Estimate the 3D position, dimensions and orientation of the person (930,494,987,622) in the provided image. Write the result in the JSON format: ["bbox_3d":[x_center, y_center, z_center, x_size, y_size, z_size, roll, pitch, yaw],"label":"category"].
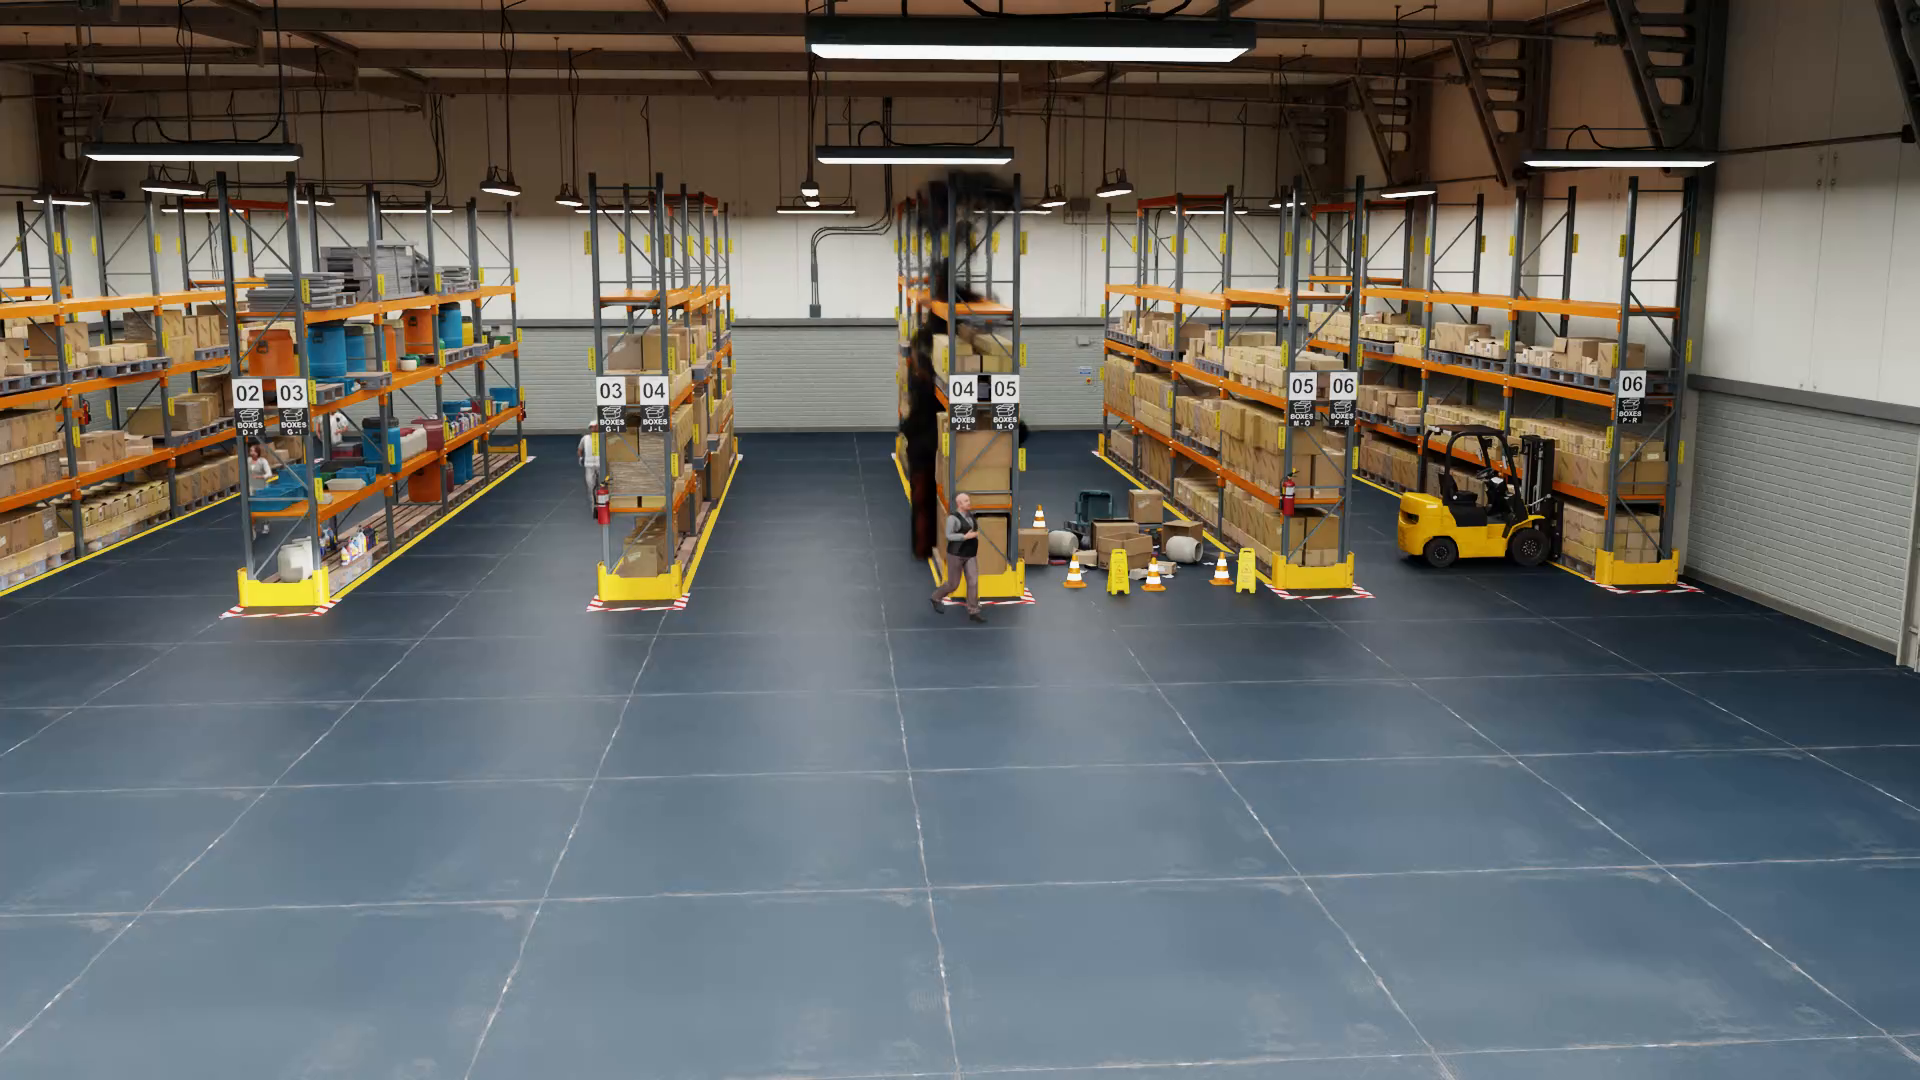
[{"bbox_3d":[0.016,0.221,22.355,0.663,1.703,0.960,-9,14,-43],"label":"person"}]

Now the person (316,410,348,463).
[{"bbox_3d":[-13.447,-2.095,35.638,0.668,1.814,0.744,-3,10,-16],"label":"person"}]

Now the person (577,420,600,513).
[{"bbox_3d":[-6.946,-1.409,31.685,0.689,1.739,0.730,-1,10,-6],"label":"person"}]

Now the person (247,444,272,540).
[{"bbox_3d":[-12.174,-0.854,28.816,0.531,1.616,0.776,-2,10,-10],"label":"person"}]
